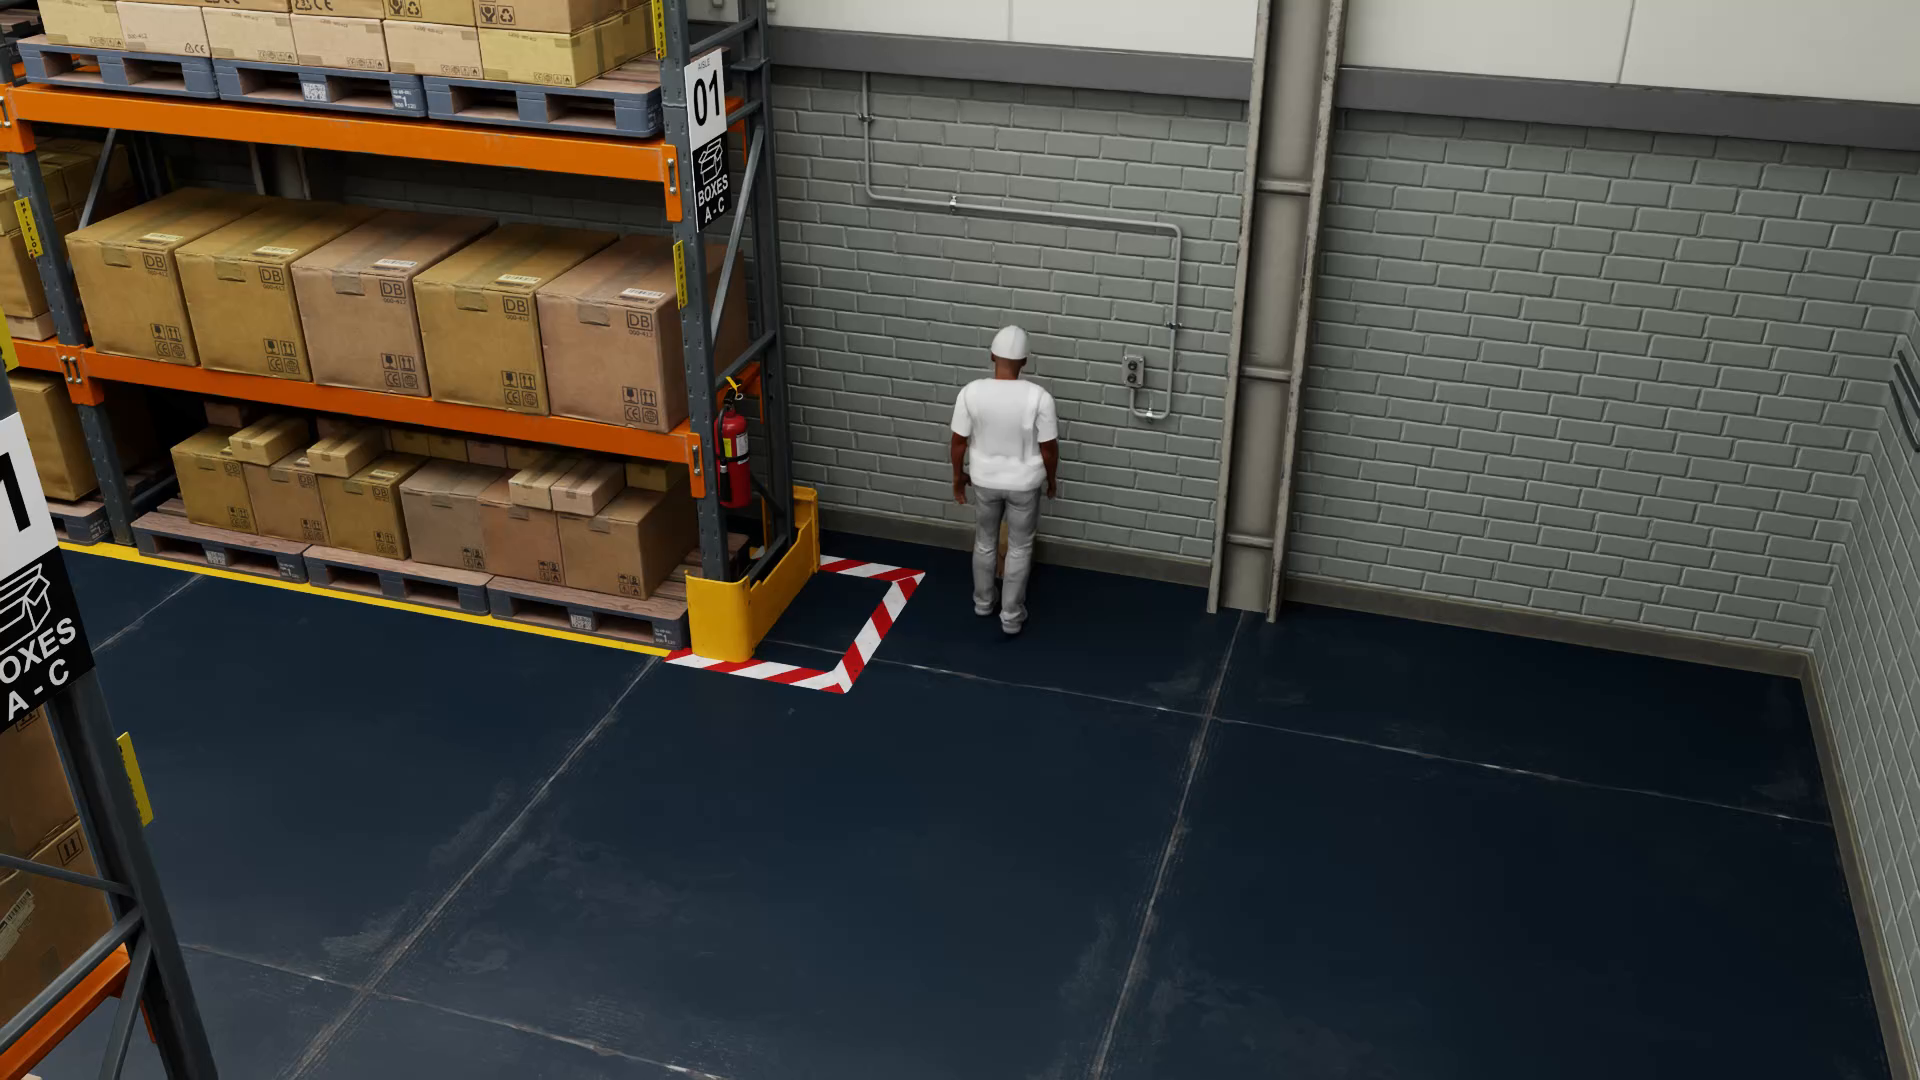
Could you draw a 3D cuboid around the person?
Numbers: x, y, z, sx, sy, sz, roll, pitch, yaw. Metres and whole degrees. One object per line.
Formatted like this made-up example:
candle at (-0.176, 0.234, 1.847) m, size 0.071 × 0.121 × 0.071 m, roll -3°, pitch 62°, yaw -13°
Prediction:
person at (0.249, -0.343, 9.084) m, size 0.587 × 1.773 × 0.518 m, roll 7°, pitch 30°, yaw 12°
